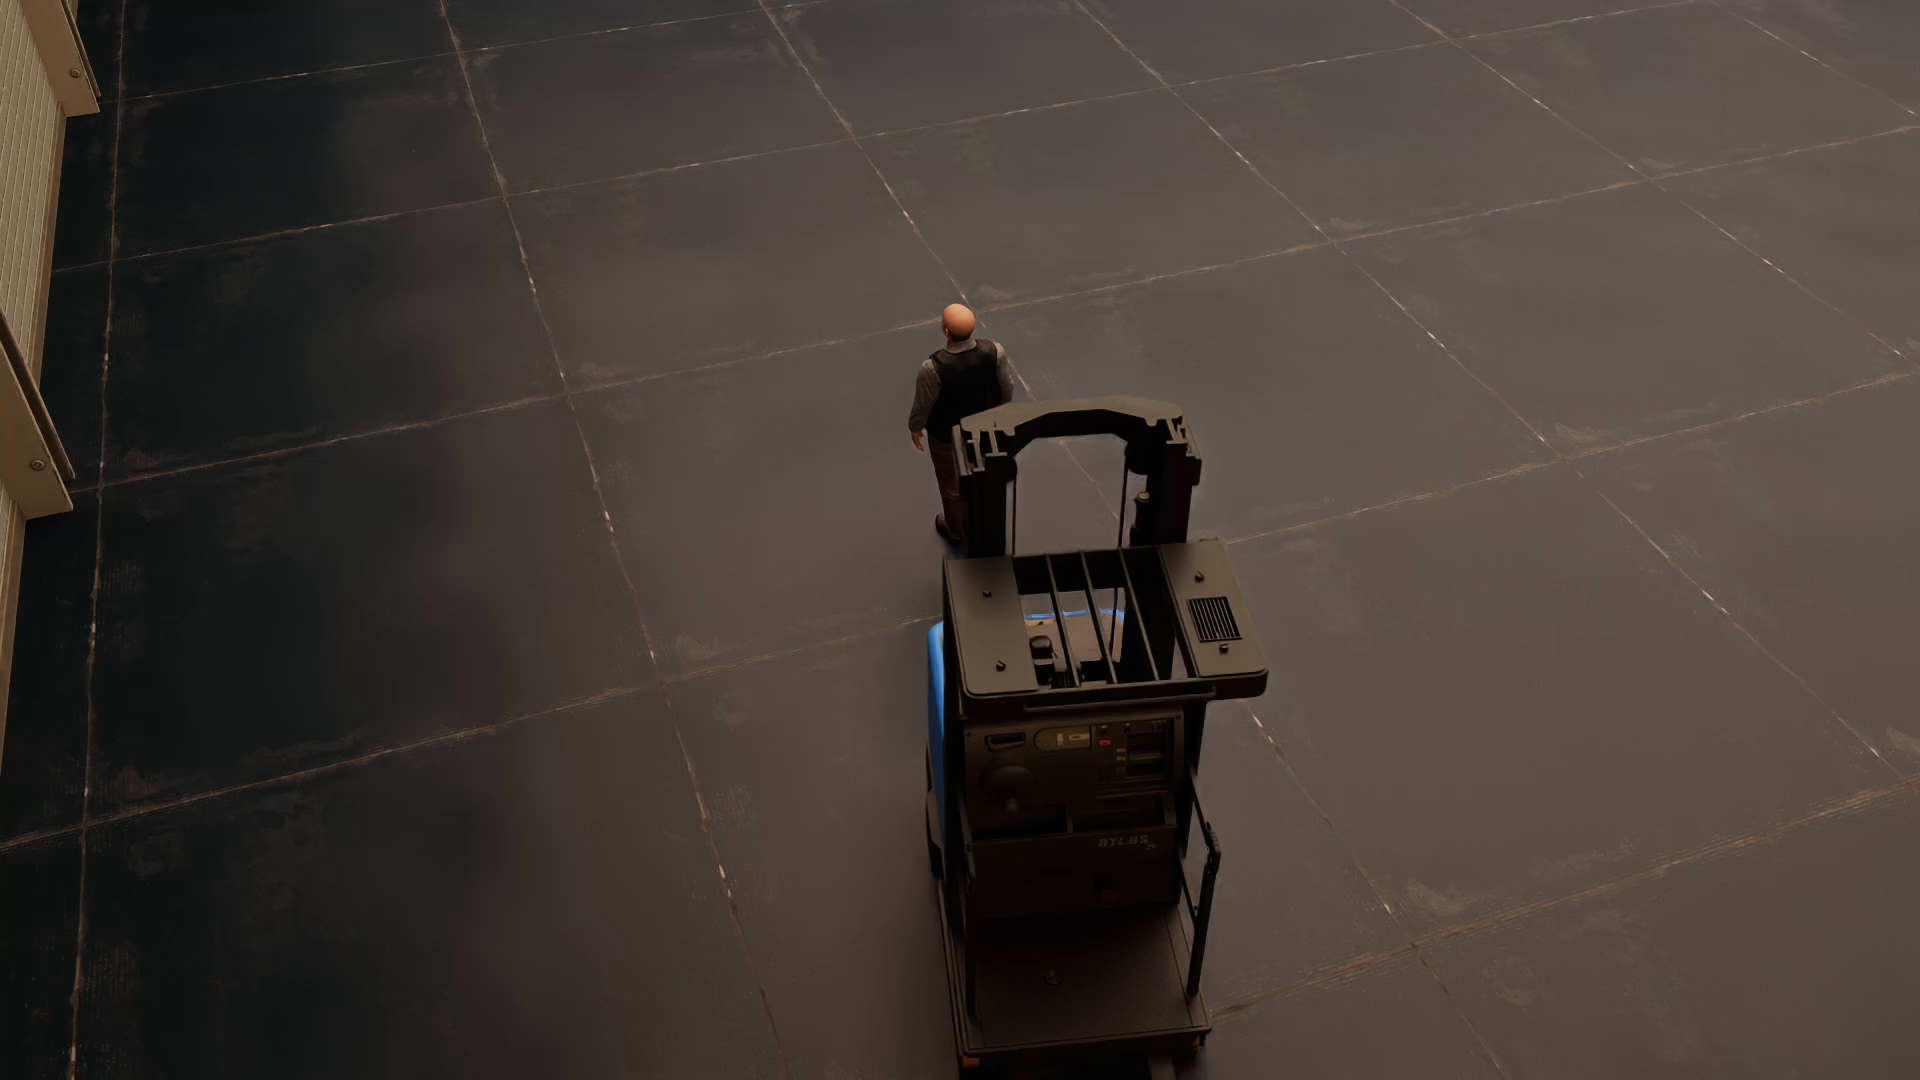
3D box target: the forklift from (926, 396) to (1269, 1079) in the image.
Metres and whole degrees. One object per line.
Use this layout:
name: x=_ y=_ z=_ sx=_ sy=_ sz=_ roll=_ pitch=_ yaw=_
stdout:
forklift: x=0.505 y=1.003 z=6.801 sx=1.130 sy=2.935 sz=3.031 roll=-4 pitch=40 yaw=-5

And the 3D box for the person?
person: x=-0.015 y=-0.675 z=9.790 sx=0.633 sy=1.644 sz=0.566 roll=-13 pitch=42 yaw=-15
